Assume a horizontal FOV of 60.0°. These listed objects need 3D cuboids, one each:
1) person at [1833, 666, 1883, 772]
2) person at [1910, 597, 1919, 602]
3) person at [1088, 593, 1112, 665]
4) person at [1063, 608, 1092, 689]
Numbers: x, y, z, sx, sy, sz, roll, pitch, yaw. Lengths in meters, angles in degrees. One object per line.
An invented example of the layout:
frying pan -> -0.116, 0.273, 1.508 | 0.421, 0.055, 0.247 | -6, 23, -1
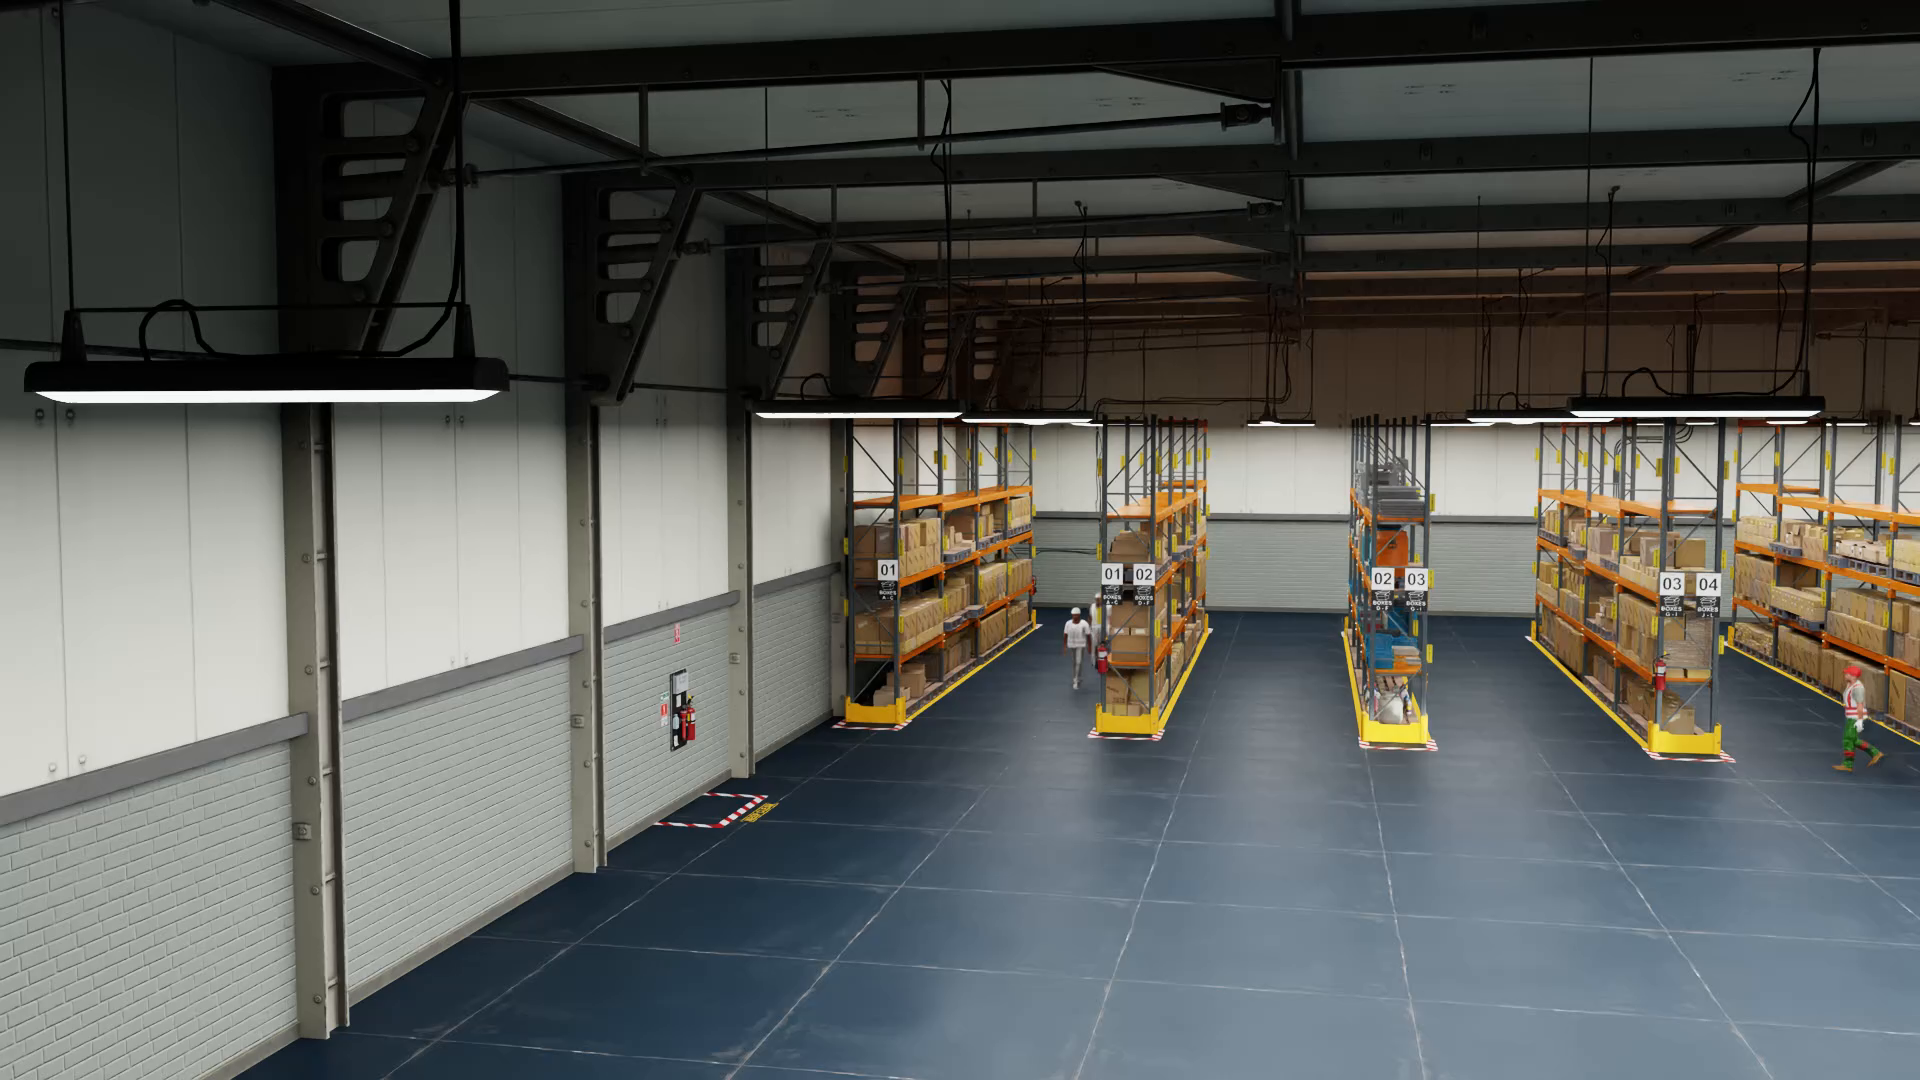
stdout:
person -> 15.024, 2.982, 27.771 | 0.785, 1.774, 0.552 | 1, 4, 16
person -> 22.401, 2.227, 39.009 | 0.589, 1.769, 0.562 | -1, 4, -8
person -> 3.361, 2.138, 40.345 | 0.628, 1.721, 1.023 | 1, 4, 13
person -> 2.557, 2.376, 36.935 | 0.600, 1.737, 0.882 | 2, 4, 30
